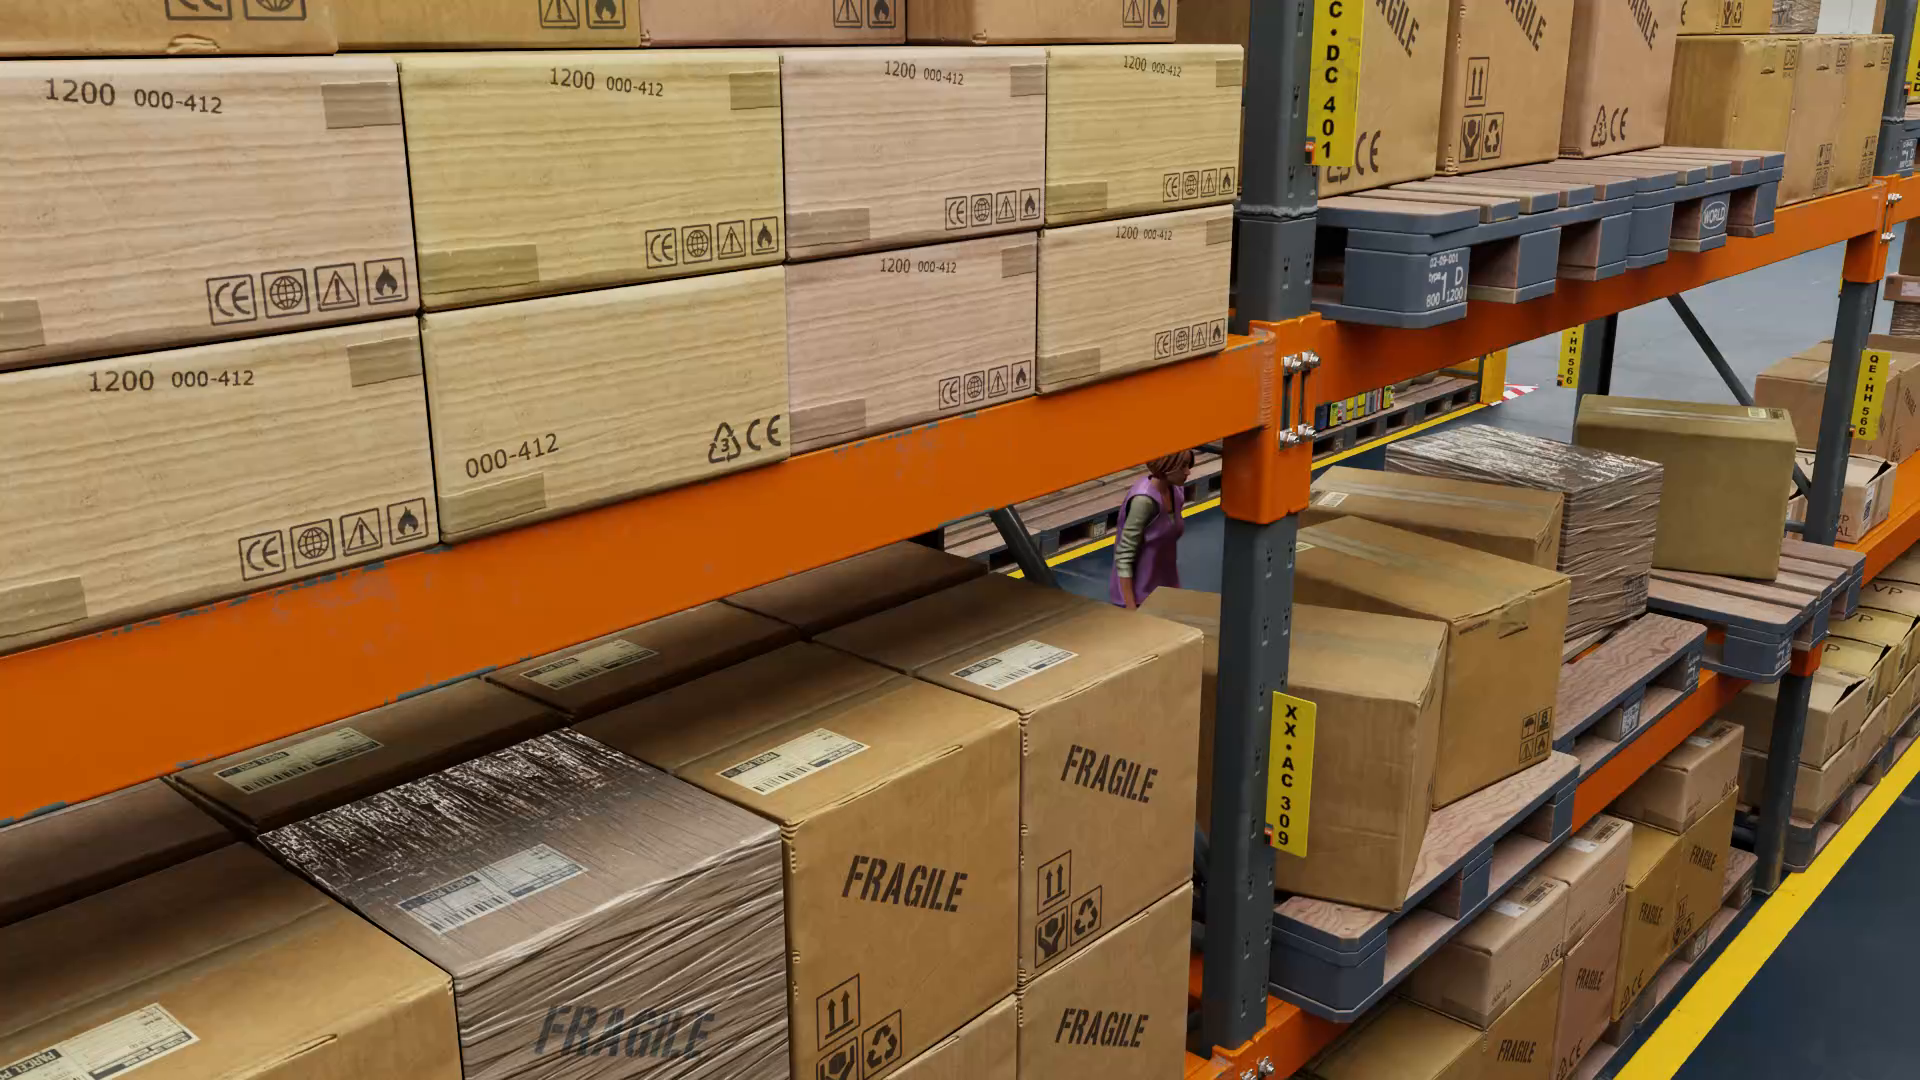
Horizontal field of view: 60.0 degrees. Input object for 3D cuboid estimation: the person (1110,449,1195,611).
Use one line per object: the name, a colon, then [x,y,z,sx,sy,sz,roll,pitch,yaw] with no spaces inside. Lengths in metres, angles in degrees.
person: [0.873,0.281,7.658,0.347,1.592,0.484,13,21,36]
